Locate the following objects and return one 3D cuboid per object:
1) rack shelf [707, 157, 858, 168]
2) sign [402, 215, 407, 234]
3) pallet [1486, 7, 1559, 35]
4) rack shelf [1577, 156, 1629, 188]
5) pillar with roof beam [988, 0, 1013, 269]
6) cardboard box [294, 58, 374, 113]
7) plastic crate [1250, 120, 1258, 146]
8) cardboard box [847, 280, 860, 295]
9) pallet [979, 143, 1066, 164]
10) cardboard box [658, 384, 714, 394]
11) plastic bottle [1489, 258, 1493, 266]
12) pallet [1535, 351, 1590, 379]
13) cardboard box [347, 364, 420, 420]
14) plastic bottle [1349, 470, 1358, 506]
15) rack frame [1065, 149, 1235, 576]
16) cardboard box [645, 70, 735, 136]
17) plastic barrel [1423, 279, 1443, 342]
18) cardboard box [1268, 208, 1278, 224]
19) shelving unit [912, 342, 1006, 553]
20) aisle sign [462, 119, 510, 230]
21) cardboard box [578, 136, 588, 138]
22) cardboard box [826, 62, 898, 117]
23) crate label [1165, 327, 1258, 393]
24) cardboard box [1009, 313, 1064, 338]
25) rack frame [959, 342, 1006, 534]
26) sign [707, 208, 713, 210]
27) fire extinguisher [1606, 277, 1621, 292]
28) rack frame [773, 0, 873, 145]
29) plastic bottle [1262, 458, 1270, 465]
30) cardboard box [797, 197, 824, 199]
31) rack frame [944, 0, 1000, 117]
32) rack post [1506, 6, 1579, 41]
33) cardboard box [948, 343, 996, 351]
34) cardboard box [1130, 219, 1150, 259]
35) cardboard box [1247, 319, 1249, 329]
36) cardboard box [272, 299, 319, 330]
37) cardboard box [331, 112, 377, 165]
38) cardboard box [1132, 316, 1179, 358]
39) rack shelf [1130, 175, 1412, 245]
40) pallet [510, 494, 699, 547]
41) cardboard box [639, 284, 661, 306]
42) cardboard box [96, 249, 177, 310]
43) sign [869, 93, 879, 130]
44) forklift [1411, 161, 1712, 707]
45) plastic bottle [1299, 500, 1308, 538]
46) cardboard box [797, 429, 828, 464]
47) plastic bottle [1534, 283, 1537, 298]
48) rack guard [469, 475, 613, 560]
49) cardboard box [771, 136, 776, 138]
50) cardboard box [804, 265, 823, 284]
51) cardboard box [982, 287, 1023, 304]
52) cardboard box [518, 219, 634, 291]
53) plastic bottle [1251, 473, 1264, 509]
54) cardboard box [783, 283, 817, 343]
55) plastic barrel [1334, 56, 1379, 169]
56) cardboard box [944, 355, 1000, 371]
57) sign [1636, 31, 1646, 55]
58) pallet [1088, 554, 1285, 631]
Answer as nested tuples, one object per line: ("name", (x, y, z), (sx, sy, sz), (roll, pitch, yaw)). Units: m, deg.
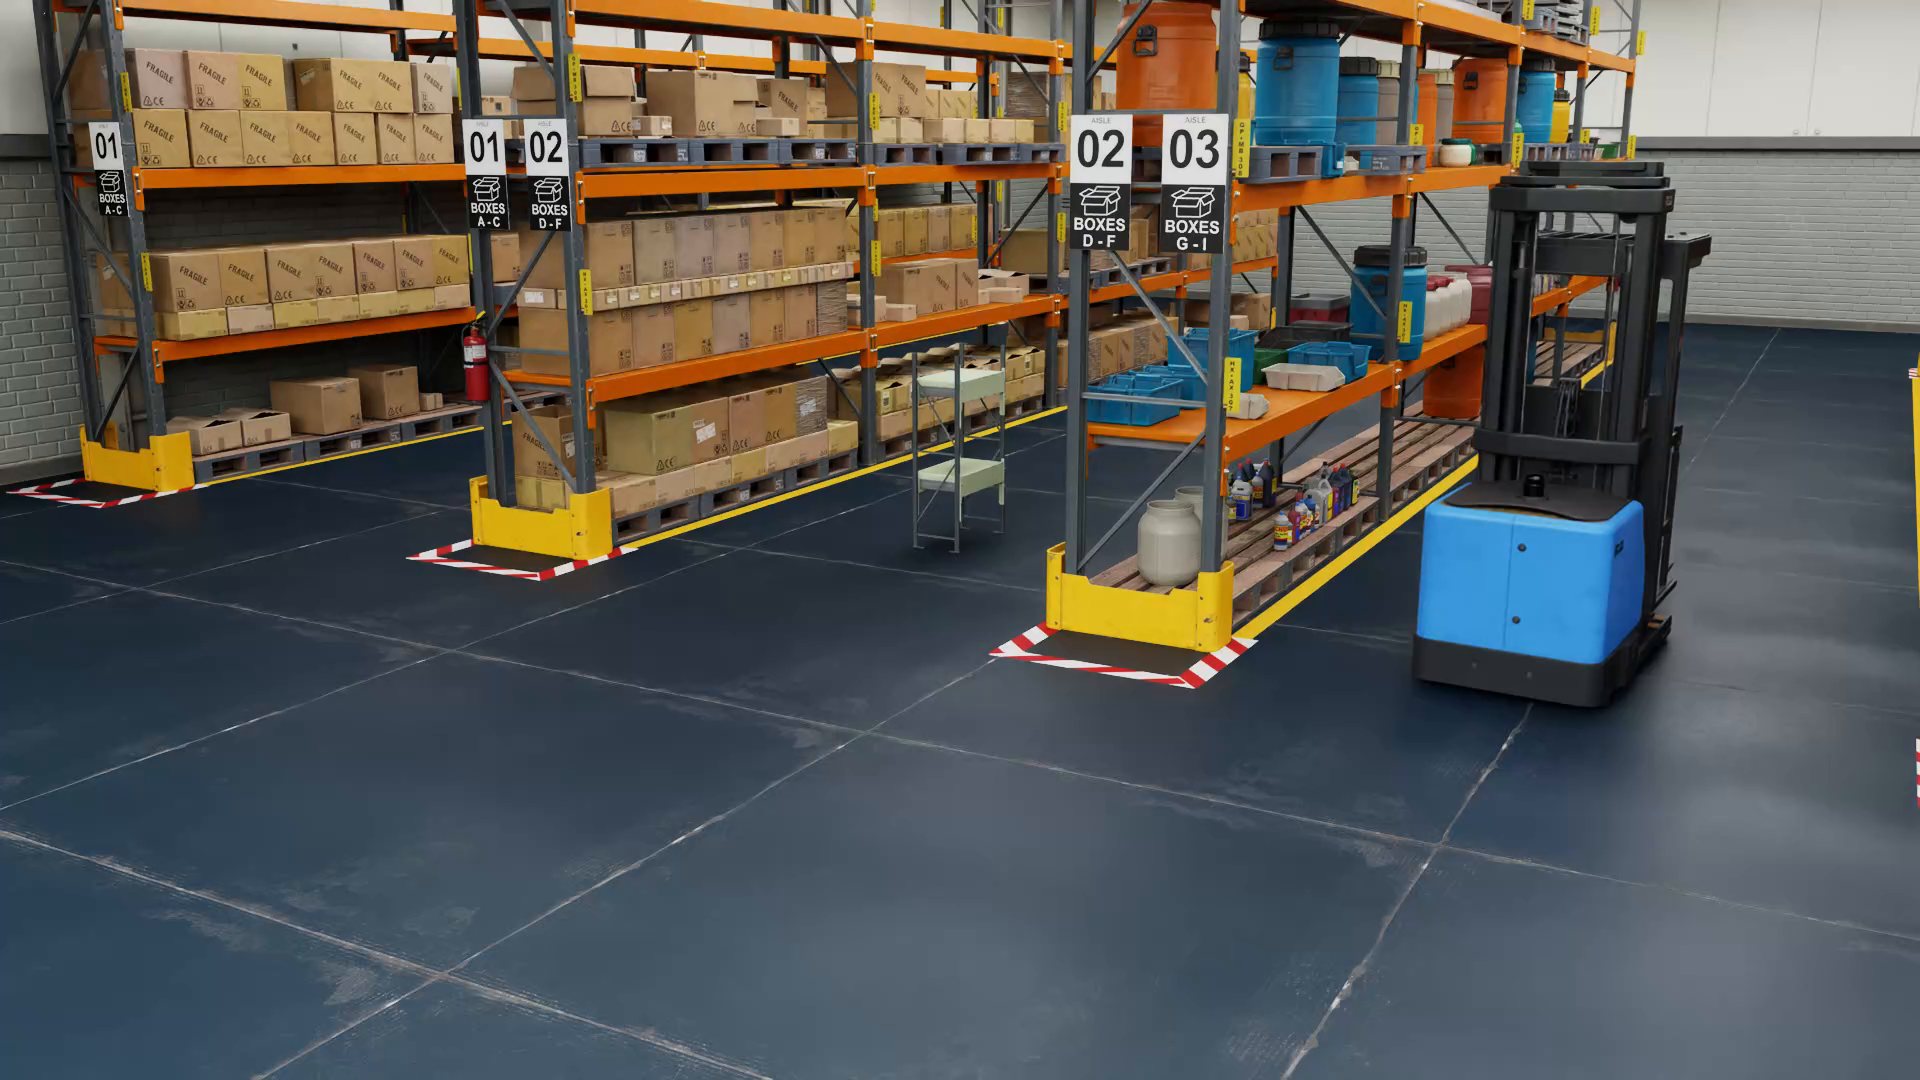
("rack shelf", (-2.707, -5.128, 23.039), (1.077, 0.370, 4.000), (7, 15, 28))
("sign", (-6.095, -3.414, 18.322), (0.100, 0.325, 0.005), (7, 15, 28))
("pallet", (5.374, -5.261, 16.914), (1.213, 0.211, 1.003), (7, 15, 28))
("rack shelf", (7.899, -4.826, 21.787), (1.077, 0.370, 4.000), (7, 15, 28))
("pillar with roof beam", (4.510, -8.331, 28.390), (9.100, 9.000, 0.400), (7, 15, 28))
("cardboard box", (-6.111, -4.436, 16.243), (0.500, 0.500, 0.500), (7, 15, 26))
("plastic crate", (1.790, -2.721, 11.555), (0.392, 0.384, 0.575), (7, 15, 28))
("cardboard box", (-1.941, -3.441, 24.597), (0.750, 0.750, 0.750), (8, 15, 29))
("pallet", (0.415, -4.266, 18.330), (1.213, 0.211, 1.003), (8, 16, 31))
("cardboard box", (-2.491, -1.092, 14.535), (0.500, 0.500, 0.500), (7, 15, 28))
("plastic bottle", (6.459, -3.240, 20.176), (0.144, 0.351, 0.185), (7, 15, 28))
("pallet", (7.843, -2.358, 22.365), (1.003, 0.211, 1.213), (7, 15, 28))
("cardboard box", (-6.074, -1.570, 17.539), (0.500, 0.500, 0.500), (6, 15, 24))
("plastic bottle", (3.121, -0.423, 13.247), (0.061, 0.283, 0.133), (8, 16, 31))
("rack frame", (1.131, -0.845, 10.140), (1.000, 3.000, 0.127), (7, 15, 28))
("cardboard box", (-2.161, -3.496, 13.327), (0.500, 0.500, 0.500), (7, 15, 28))
("plastic barrel", (4.074, -2.054, 14.864), (0.433, 0.535, 0.433), (0, 14, 0))
("cardboard box", (4.557, -5.102, 25.450), (0.500, 0.500, 0.500), (7, 15, 28))
("shelving unit", (-0.003, -0.728, 12.852), (0.431, 1.500, 0.755), (7, 15, 28))
("aisle sign", (-3.492, -2.691, 12.249), (0.394, 0.787, 0.004), (7, 15, 28))
("cardboard box", (-4.677, -4.856, 19.265), (0.500, 0.500, 0.500), (7, 15, 26))
("cardboard box", (-0.937, -4.304, 15.911), (0.500, 0.500, 0.500), (8, 15, 29))
("crate label", (1.784, -1.271, 11.829), (0.502, 0.435, 0.616), (7, 15, 28))
("cardboard box", (0.935, -2.642, 20.389), (0.500, 0.250, 0.500), (8, 16, 30))
("rack frame", (0.174, -0.803, 13.164), (0.400, 1.500, 0.023), (7, 15, 28))
("sign", (-3.194, -4.074, 21.231), (0.100, 0.325, 0.005), (7, 15, 28))
("fire extinguisher", (9.337, -3.889, 23.724), (0.296, 0.674, 0.183), (7, 15, 28))
("rack frame", (-1.269, -5.145, 15.172), (1.000, 3.000, 0.127), (7, 15, 28))
("plastic bottle", (2.527, -0.538, 13.747), (0.097, 0.271, 0.097), (0, 14, 0))
("cardboard box", (-2.191, -4.932, 24.602), (0.500, 0.250, 0.500), (8, 16, 30))
("rack frame", (0.194, -8.167, 27.709), (1.000, 3.000, 0.127), (7, 15, 28))
("rack post", (6.065, -5.551, 17.925), (0.937, 0.300, 0.954), (9, 16, 34))
("cardboard box", (0.154, -2.115, 19.179), (0.500, 0.311, 0.500), (8, 16, 30))
("cardboard box", (2.173, -4.050, 22.324), (0.700, 0.500, 0.500), (2, 14, 9))
("cardboard box", (4.210, -3.314, 25.487), (0.380, 0.166, 0.250), (7, 15, 28))
("cardboard box", (-6.537, -2.181, 15.957), (0.500, 0.250, 0.500), (7, 15, 27))
("cardboard box", (-6.126, -3.953, 16.375), (0.500, 0.500, 0.500), (7, 15, 26))
("cardboard box", (2.610, -2.734, 22.370), (0.500, 0.500, 0.500), (7, 15, 28))
("rack shelf", (2.098, -2.364, 11.575), (1.077, 0.370, 4.000), (7, 15, 28))
("pallet", (-2.870, -0.214, 13.469), (1.003, 0.211, 1.213), (7, 15, 28))
("cardboard box", (-2.578, -1.933, 13.054), (0.380, 0.149, 0.250), (7, 15, 28))
("cardboard box", (-7.499, -2.390, 15.224), (0.500, 0.500, 0.500), (7, 15, 27))
("sign", (-0.783, -3.914, 15.194), (0.100, 0.325, 0.005), (7, 15, 28))
("forklift", (3.809, -0.806, 10.122), (1.130, 2.935, 3.031), (9, 16, 32))
("plastic bottle", (2.495, -0.160, 12.182), (0.097, 0.271, 0.097), (0, 14, 0))
("cardboard box", (-1.553, -0.874, 15.230), (0.500, 0.250, 0.500), (7, 15, 28))
("plastic bottle", (6.507, -2.860, 18.922), (0.097, 0.201, 0.097), (0, 14, 0))
("rack guard", (-3.215, -0.187, 12.744), (1.175, 0.500, 0.348), (7, 15, 28))
("cardboard box", (-2.772, -5.765, 22.996), (0.700, 0.500, 0.500), (7, 15, 28))
("cardboard box", (-1.459, -2.407, 15.022), (0.380, 0.149, 0.250), (7, 15, 26))
("cardboard box", (0.471, -2.711, 18.414), (0.380, 0.149, 0.250), (7, 15, 28))
("cardboard box", (-2.941, -2.192, 12.744), (0.700, 0.500, 0.500), (7, 15, 28))
("plastic bottle", (2.347, -0.392, 13.140), (0.097, 0.271, 0.097), (0, 14, 0))
("cardboard box", (-1.728, -2.076, 15.031), (0.700, 0.500, 0.500), (7, 15, 27))
("plastic barrel", (3.121, -3.497, 13.669), (0.600, 0.901, 0.708), (7, 15, 28))
("cardboard box", (0.135, -1.843, 18.052), (0.500, 0.311, 0.500), (7, 15, 28))
("sign", (9.355, -6.829, 22.846), (0.100, 0.325, 0.005), (7, 15, 28))
("pallet", (1.524, 0.323, 11.243), (1.003, 0.211, 1.213), (7, 15, 28))
